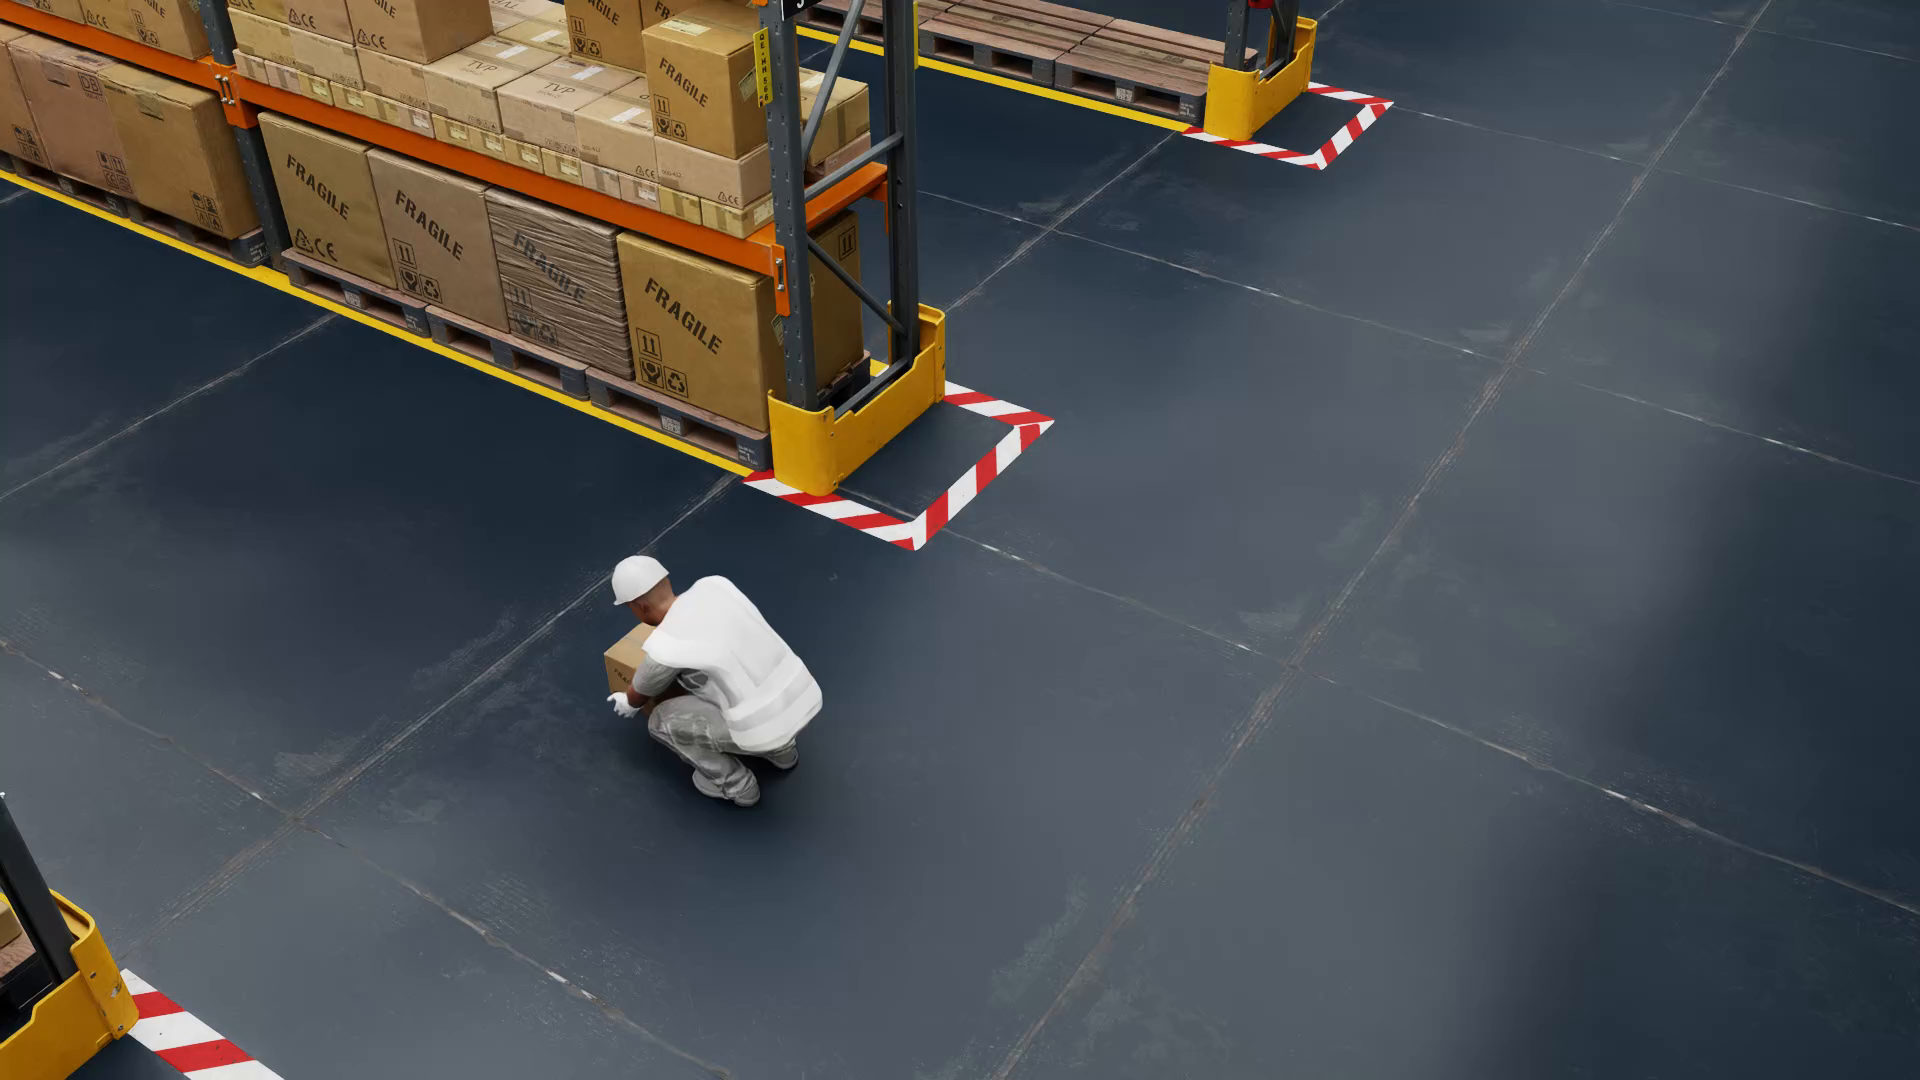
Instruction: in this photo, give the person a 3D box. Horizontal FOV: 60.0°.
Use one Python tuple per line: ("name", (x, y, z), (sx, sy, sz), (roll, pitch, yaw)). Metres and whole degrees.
("person", (-1.008, 0.533, 6.632), (0.901, 0.993, 0.561), (21, 43, 25))
